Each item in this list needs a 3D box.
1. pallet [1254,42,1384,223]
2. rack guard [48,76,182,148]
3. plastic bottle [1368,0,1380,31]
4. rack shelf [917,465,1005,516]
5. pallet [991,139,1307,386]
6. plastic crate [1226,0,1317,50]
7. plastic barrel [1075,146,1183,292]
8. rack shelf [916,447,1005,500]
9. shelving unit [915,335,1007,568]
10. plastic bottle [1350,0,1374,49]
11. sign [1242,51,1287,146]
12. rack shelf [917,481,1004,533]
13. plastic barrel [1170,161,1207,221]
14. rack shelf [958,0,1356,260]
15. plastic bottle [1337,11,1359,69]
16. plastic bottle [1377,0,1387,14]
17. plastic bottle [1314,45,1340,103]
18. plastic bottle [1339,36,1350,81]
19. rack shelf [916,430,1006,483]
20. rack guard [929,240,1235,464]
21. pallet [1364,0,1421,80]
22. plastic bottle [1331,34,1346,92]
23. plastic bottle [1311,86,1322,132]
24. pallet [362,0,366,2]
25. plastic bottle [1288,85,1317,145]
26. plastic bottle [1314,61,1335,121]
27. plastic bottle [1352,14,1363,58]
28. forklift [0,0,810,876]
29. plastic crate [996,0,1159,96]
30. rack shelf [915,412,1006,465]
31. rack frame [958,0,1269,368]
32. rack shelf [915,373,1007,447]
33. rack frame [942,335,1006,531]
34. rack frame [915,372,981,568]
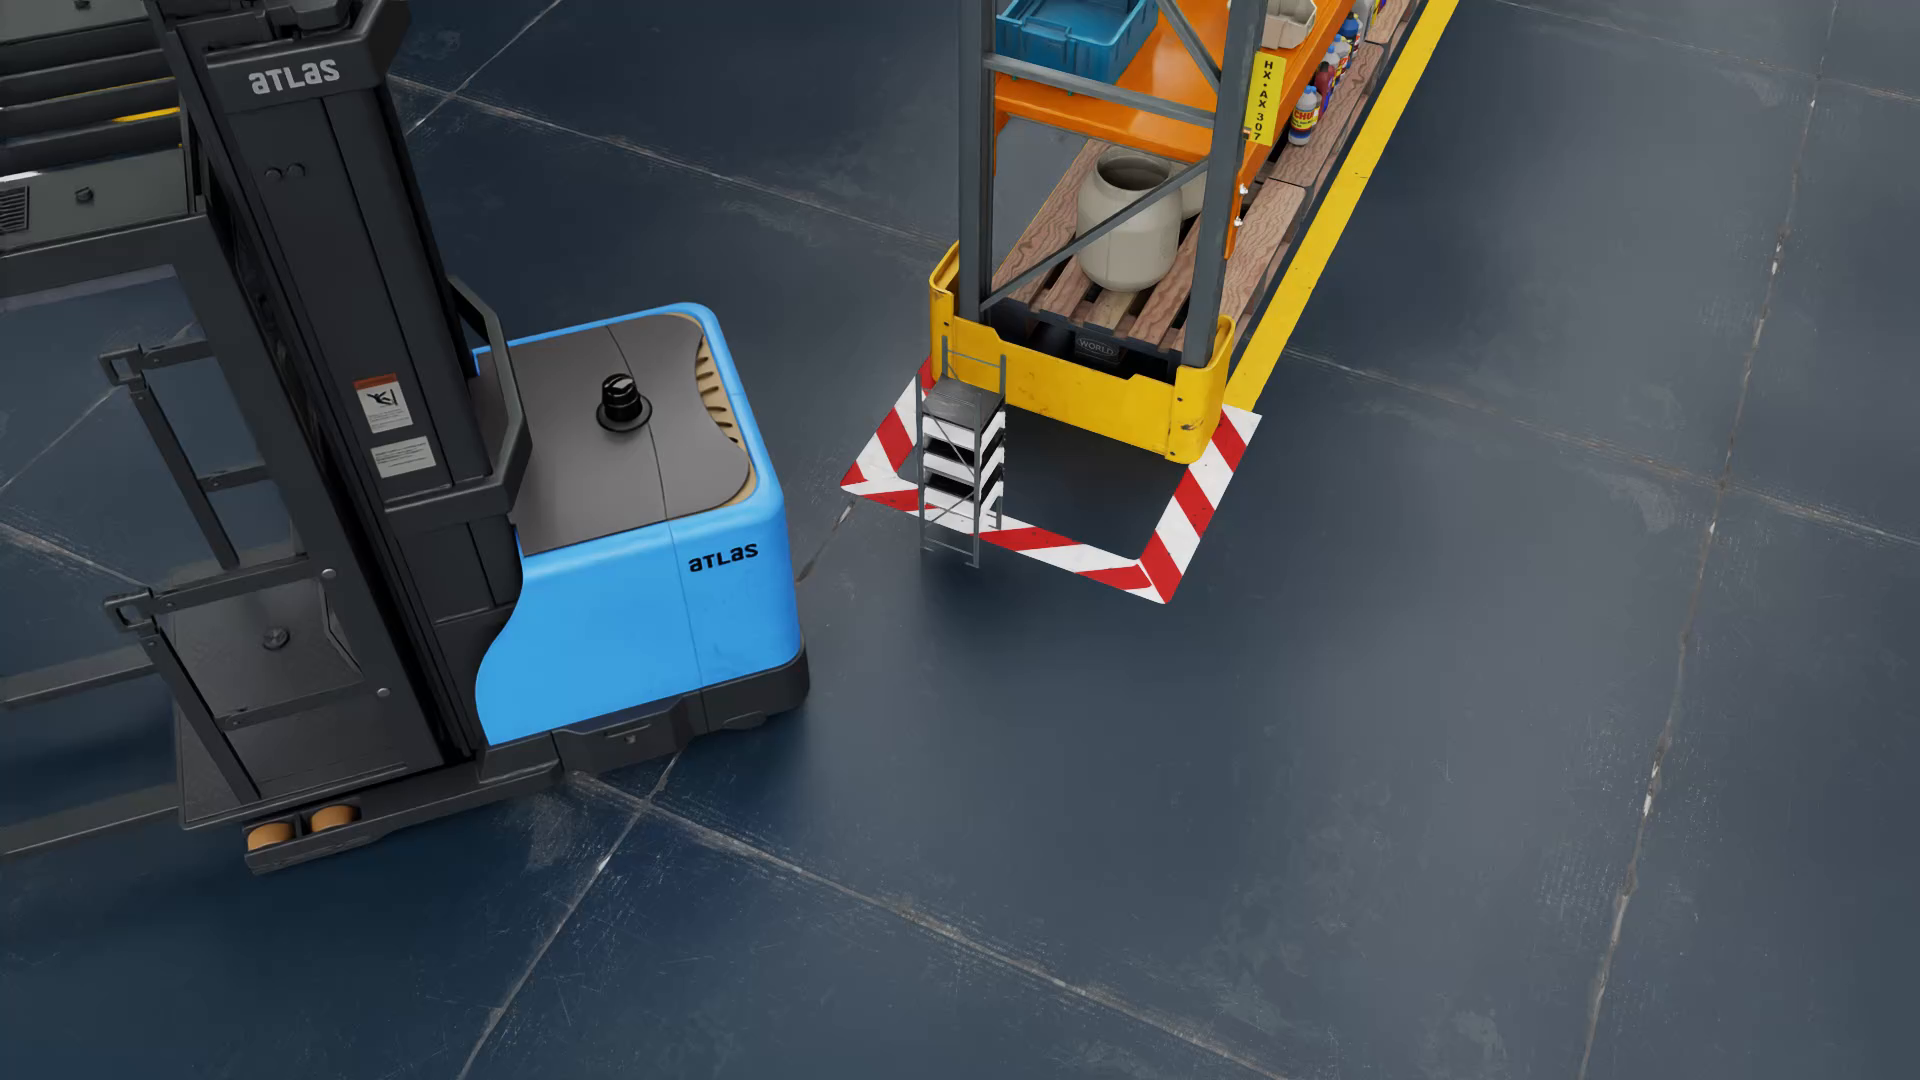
[{"bbox_3d":[1.336,-2.052,7.857,1.003,0.211,1.213,20,52,16],"label":"pallet"},{"bbox_3d":[-4.016,-2.281,7.862,1.175,0.500,0.348,20,52,16],"label":"rack guard"},{"bbox_3d":[1.946,-2.640,7.977,0.144,0.351,0.185,19,52,16],"label":"plastic bottle"},{"bbox_3d":[0.003,-0.217,6.006,0.258,0.077,0.200,20,52,16],"label":"rack shelf"},{"bbox_3d":[0.813,-1.215,7.145,1.003,0.211,1.213,20,52,16],"label":"pallet"},{"bbox_3d":[1.145,-1.919,6.087,0.298,0.136,0.250,20,52,16],"label":"plastic crate"},{"bbox_3d":[0.683,-1.301,6.745,0.421,0.512,0.421,0,50,0],"label":"plastic barrel"},{"bbox_3d":[0.003,-0.276,5.937,0.258,0.077,0.200,20,52,16],"label":"rack shelf"},{"bbox_3d":[0.003,-0.297,5.912,0.258,0.900,0.210,20,52,16],"label":"shelving unit"},{"bbox_3d":[1.873,-2.505,7.912,0.152,0.276,0.135,21,53,17],"label":"plastic bottle"},{"bbox_3d":[0.967,-1.401,5.291,0.100,0.325,0.005,20,52,16],"label":"sign"},{"bbox_3d":[0.003,-0.159,6.074,0.258,0.077,0.200,20,52,16],"label":"rack shelf"},{"bbox_3d":[0.898,-1.646,7.039,0.421,0.512,0.421,0,50,0],"label":"plastic barrel"},{"bbox_3d":[1.326,-2.637,6.997,1.077,0.370,4.000,20,52,16],"label":"rack shelf"},{"bbox_3d":[1.803,-2.343,7.777,0.097,0.271,0.097,0,50,0],"label":"plastic bottle"},{"bbox_3d":[2.052,-2.715,8.085,0.061,0.283,0.133,23,53,18],"label":"plastic bottle"},{"bbox_3d":[1.674,-2.135,7.599,0.097,0.271,0.097,0,50,0],"label":"plastic bottle"},{"bbox_3d":[1.759,-2.249,7.743,0.097,0.201,0.097,0,50,0],"label":"plastic bottle"},{"bbox_3d":[0.003,-0.334,5.869,0.258,0.077,0.200,20,52,16],"label":"rack shelf"},{"bbox_3d":[0.461,-0.751,6.561,1.175,0.500,0.348,20,52,16],"label":"rack guard"},{"bbox_3d":[1.856,-2.895,8.575,1.003,0.211,1.213,20,52,16],"label":"pallet"},{"bbox_3d":[1.717,-2.204,7.658,0.097,0.271,0.097,0,50,0],"label":"plastic bottle"},{"bbox_3d":[1.572,-1.947,7.486,0.097,0.201,0.097,0,50,0],"label":"plastic bottle"},{"bbox_3d":[-3.717,-2.744,8.446,1.003,0.211,1.213,20,52,16],"label":"pallet"},{"bbox_3d":[1.528,-1.899,7.399,0.097,0.271,0.097,0,50,0],"label":"plastic bottle"},{"bbox_3d":[1.641,-2.052,7.522,0.061,0.283,0.133,21,53,17],"label":"plastic bottle"},{"bbox_3d":[1.847,-2.391,7.863,0.097,0.201,0.097,0,50,0],"label":"plastic bottle"},{"bbox_3d":[-2.090,-0.346,4.620,3.031,2.935,1.130,-15,51,-12],"label":"forklift"},{"bbox_3d":[0.415,-1.887,5.984,0.499,0.251,0.616,20,52,16],"label":"plastic crate"},{"bbox_3d":[0.003,-0.392,5.800,0.258,0.077,0.200,20,52,16],"label":"rack shelf"},{"bbox_3d":[0.471,-1.493,5.551,1.000,3.000,0.127,20,52,16],"label":"rack frame"},{"bbox_3d":[0.003,-0.450,5.732,0.258,0.077,0.200,20,52,16],"label":"rack shelf"},{"bbox_3d":[0.047,-0.367,5.971,0.240,0.900,0.006,20,52,16],"label":"rack frame"},{"bbox_3d":[-0.040,-0.227,5.852,0.240,0.900,0.006,20,52,16],"label":"rack frame"}]
